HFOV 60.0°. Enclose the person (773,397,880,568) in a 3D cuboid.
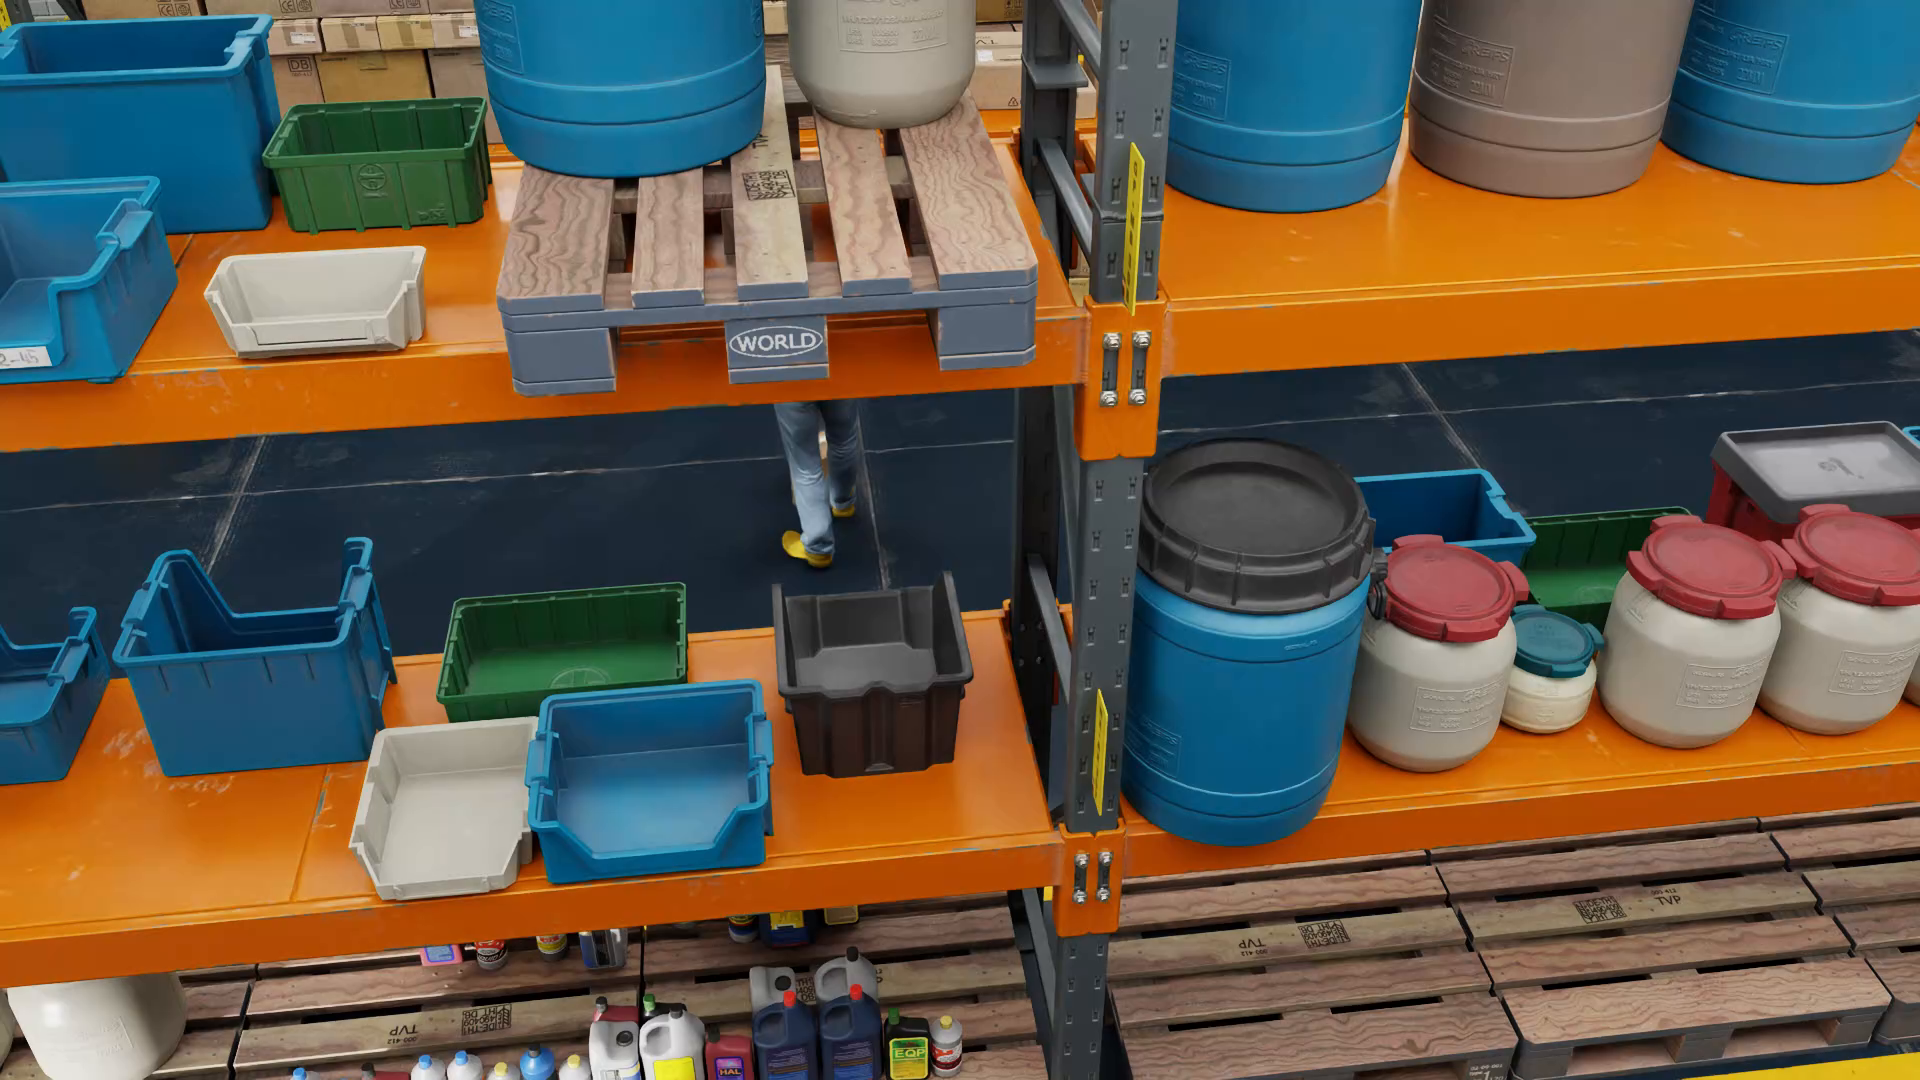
[{"bbox_3d":[-0.682,-0.769,7.194,0.630,1.756,0.668,-10,36,-14],"label":"person"}]
